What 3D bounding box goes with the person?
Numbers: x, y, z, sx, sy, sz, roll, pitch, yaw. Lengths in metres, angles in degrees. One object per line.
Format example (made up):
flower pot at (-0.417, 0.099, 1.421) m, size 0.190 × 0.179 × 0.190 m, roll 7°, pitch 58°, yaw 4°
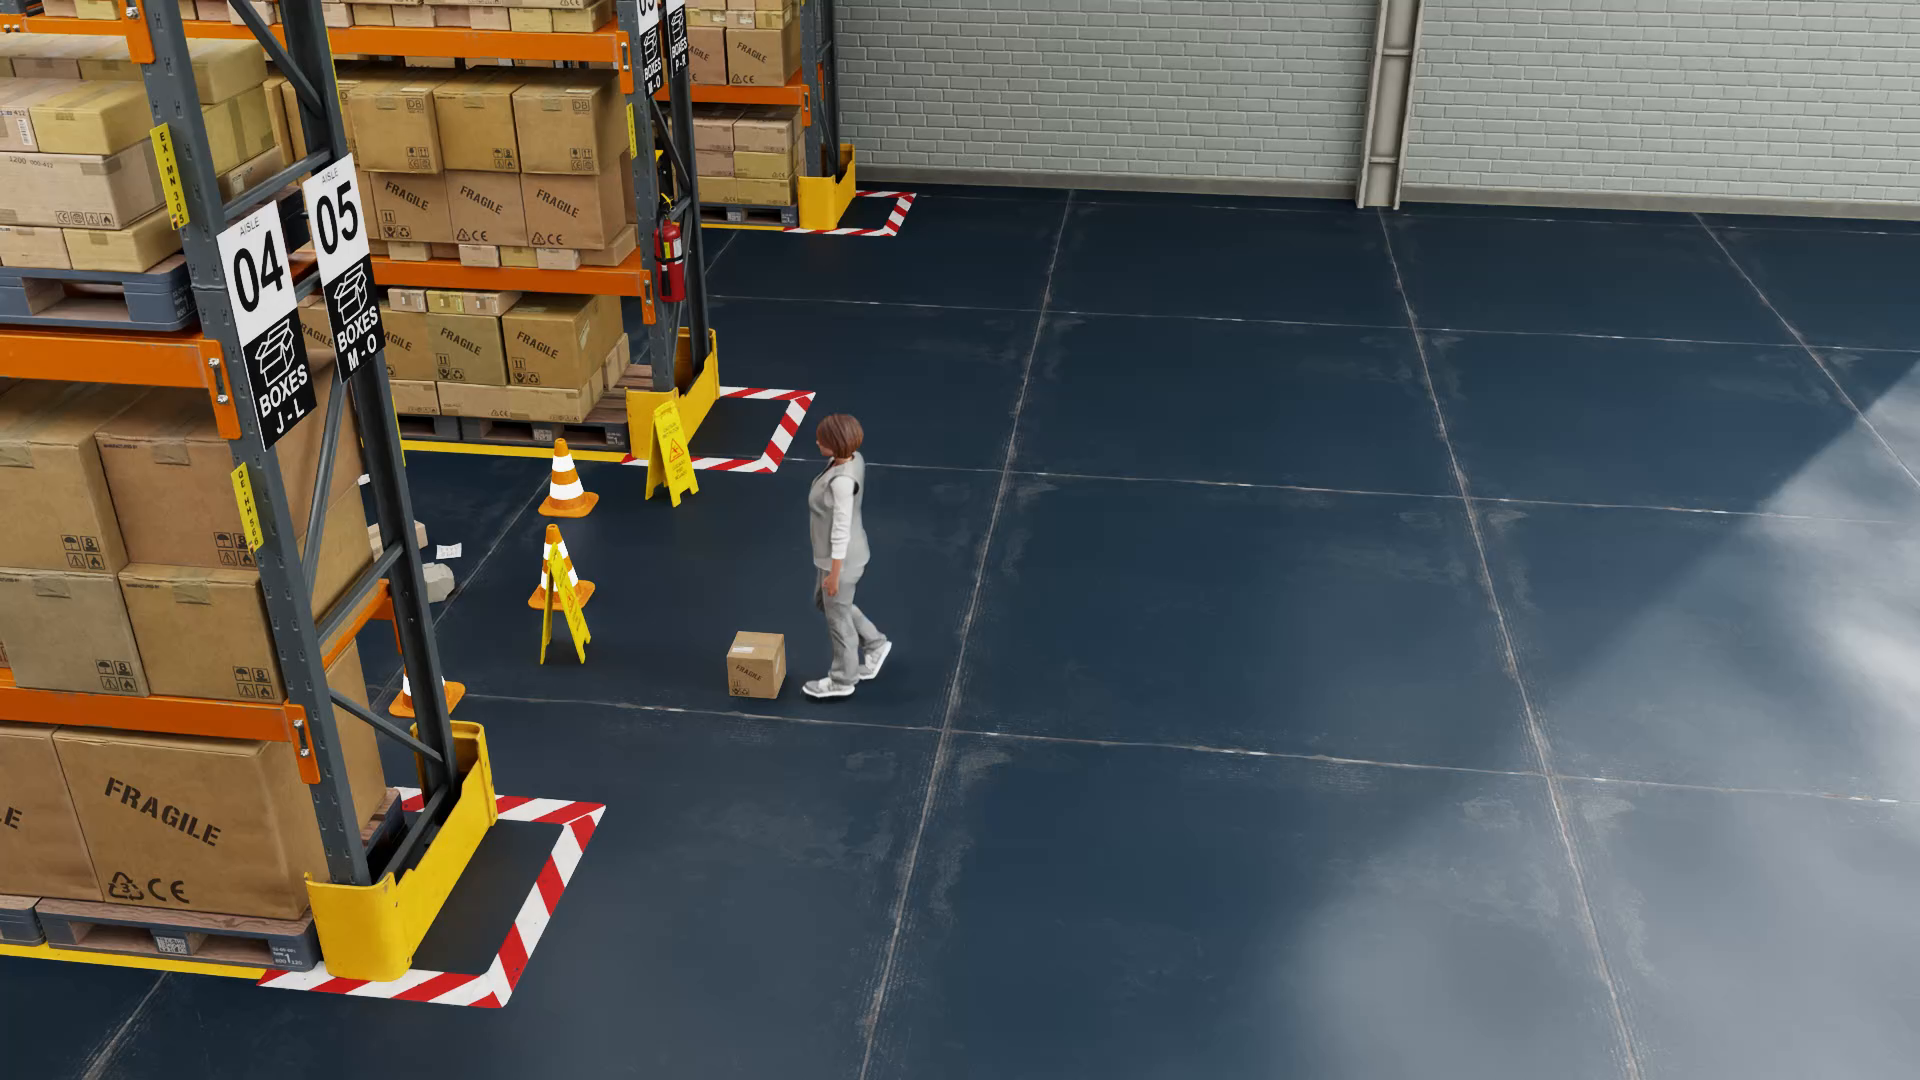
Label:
person at (-0.596, 0.099, 8.448) m, size 0.467 × 1.578 × 0.444 m, roll 0°, pitch 29°, yaw 0°
